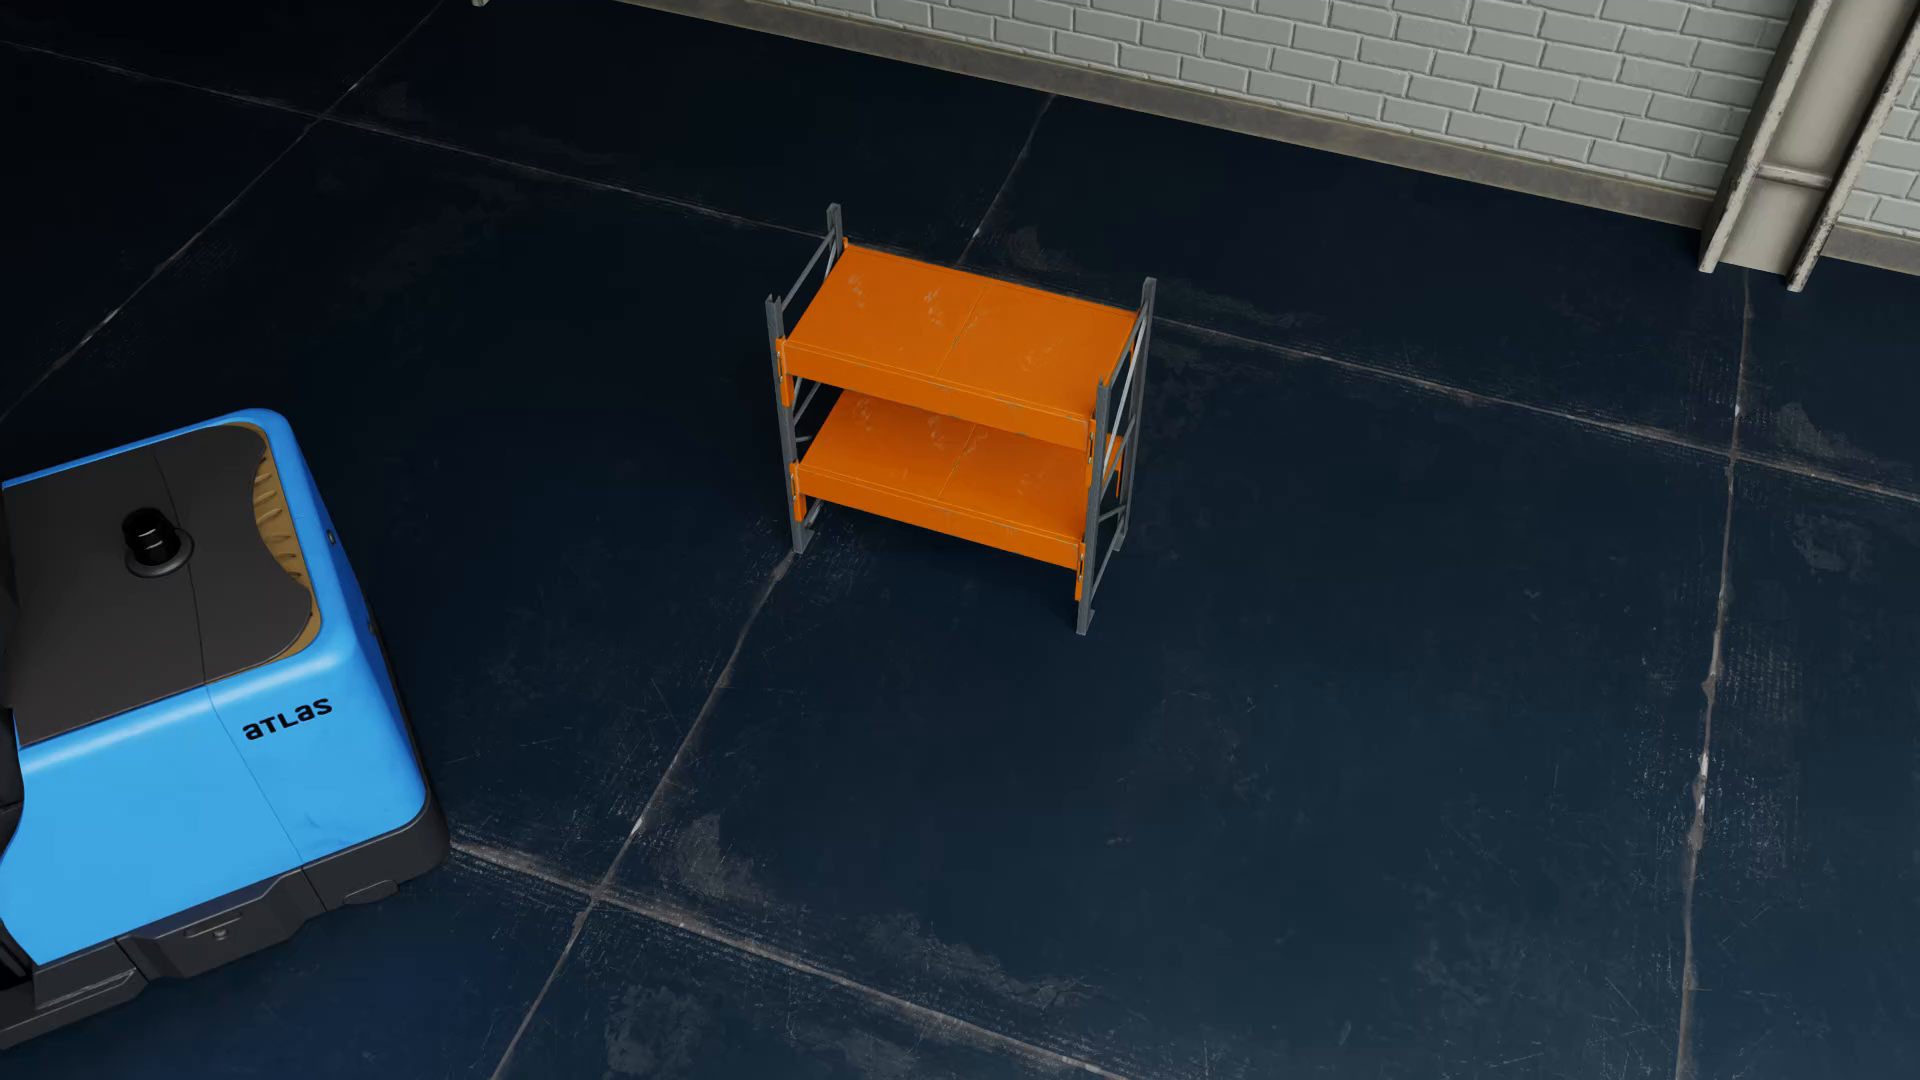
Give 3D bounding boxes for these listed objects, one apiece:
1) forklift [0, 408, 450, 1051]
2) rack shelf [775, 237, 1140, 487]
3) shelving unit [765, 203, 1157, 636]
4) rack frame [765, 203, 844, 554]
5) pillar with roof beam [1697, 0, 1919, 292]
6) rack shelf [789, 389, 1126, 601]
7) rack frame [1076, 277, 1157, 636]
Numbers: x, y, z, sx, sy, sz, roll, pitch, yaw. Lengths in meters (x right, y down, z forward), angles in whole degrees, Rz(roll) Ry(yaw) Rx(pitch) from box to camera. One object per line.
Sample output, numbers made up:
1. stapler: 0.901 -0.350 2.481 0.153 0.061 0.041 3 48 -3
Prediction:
1. forklift: -3.053 0.166 3.667 3.031 2.935 1.130 -20 52 -17
2. rack shelf: 0.006 -0.558 5.102 1.000 0.278 0.538 16 51 13
3. shelving unit: 0.006 -0.367 5.323 1.048 1.125 0.538 16 51 13
4. rack frame: -0.471 -0.500 5.439 0.032 1.125 0.500 16 51 13
5. pillar with roof beam: 1.714 -1.038 0.695 0.400 9.000 9.100 16 51 13
6. rack shelf: 0.006 -0.207 5.508 1.000 0.278 0.538 16 51 13
7. rack frame: 0.483 -0.234 5.208 0.032 1.125 0.500 16 51 13
